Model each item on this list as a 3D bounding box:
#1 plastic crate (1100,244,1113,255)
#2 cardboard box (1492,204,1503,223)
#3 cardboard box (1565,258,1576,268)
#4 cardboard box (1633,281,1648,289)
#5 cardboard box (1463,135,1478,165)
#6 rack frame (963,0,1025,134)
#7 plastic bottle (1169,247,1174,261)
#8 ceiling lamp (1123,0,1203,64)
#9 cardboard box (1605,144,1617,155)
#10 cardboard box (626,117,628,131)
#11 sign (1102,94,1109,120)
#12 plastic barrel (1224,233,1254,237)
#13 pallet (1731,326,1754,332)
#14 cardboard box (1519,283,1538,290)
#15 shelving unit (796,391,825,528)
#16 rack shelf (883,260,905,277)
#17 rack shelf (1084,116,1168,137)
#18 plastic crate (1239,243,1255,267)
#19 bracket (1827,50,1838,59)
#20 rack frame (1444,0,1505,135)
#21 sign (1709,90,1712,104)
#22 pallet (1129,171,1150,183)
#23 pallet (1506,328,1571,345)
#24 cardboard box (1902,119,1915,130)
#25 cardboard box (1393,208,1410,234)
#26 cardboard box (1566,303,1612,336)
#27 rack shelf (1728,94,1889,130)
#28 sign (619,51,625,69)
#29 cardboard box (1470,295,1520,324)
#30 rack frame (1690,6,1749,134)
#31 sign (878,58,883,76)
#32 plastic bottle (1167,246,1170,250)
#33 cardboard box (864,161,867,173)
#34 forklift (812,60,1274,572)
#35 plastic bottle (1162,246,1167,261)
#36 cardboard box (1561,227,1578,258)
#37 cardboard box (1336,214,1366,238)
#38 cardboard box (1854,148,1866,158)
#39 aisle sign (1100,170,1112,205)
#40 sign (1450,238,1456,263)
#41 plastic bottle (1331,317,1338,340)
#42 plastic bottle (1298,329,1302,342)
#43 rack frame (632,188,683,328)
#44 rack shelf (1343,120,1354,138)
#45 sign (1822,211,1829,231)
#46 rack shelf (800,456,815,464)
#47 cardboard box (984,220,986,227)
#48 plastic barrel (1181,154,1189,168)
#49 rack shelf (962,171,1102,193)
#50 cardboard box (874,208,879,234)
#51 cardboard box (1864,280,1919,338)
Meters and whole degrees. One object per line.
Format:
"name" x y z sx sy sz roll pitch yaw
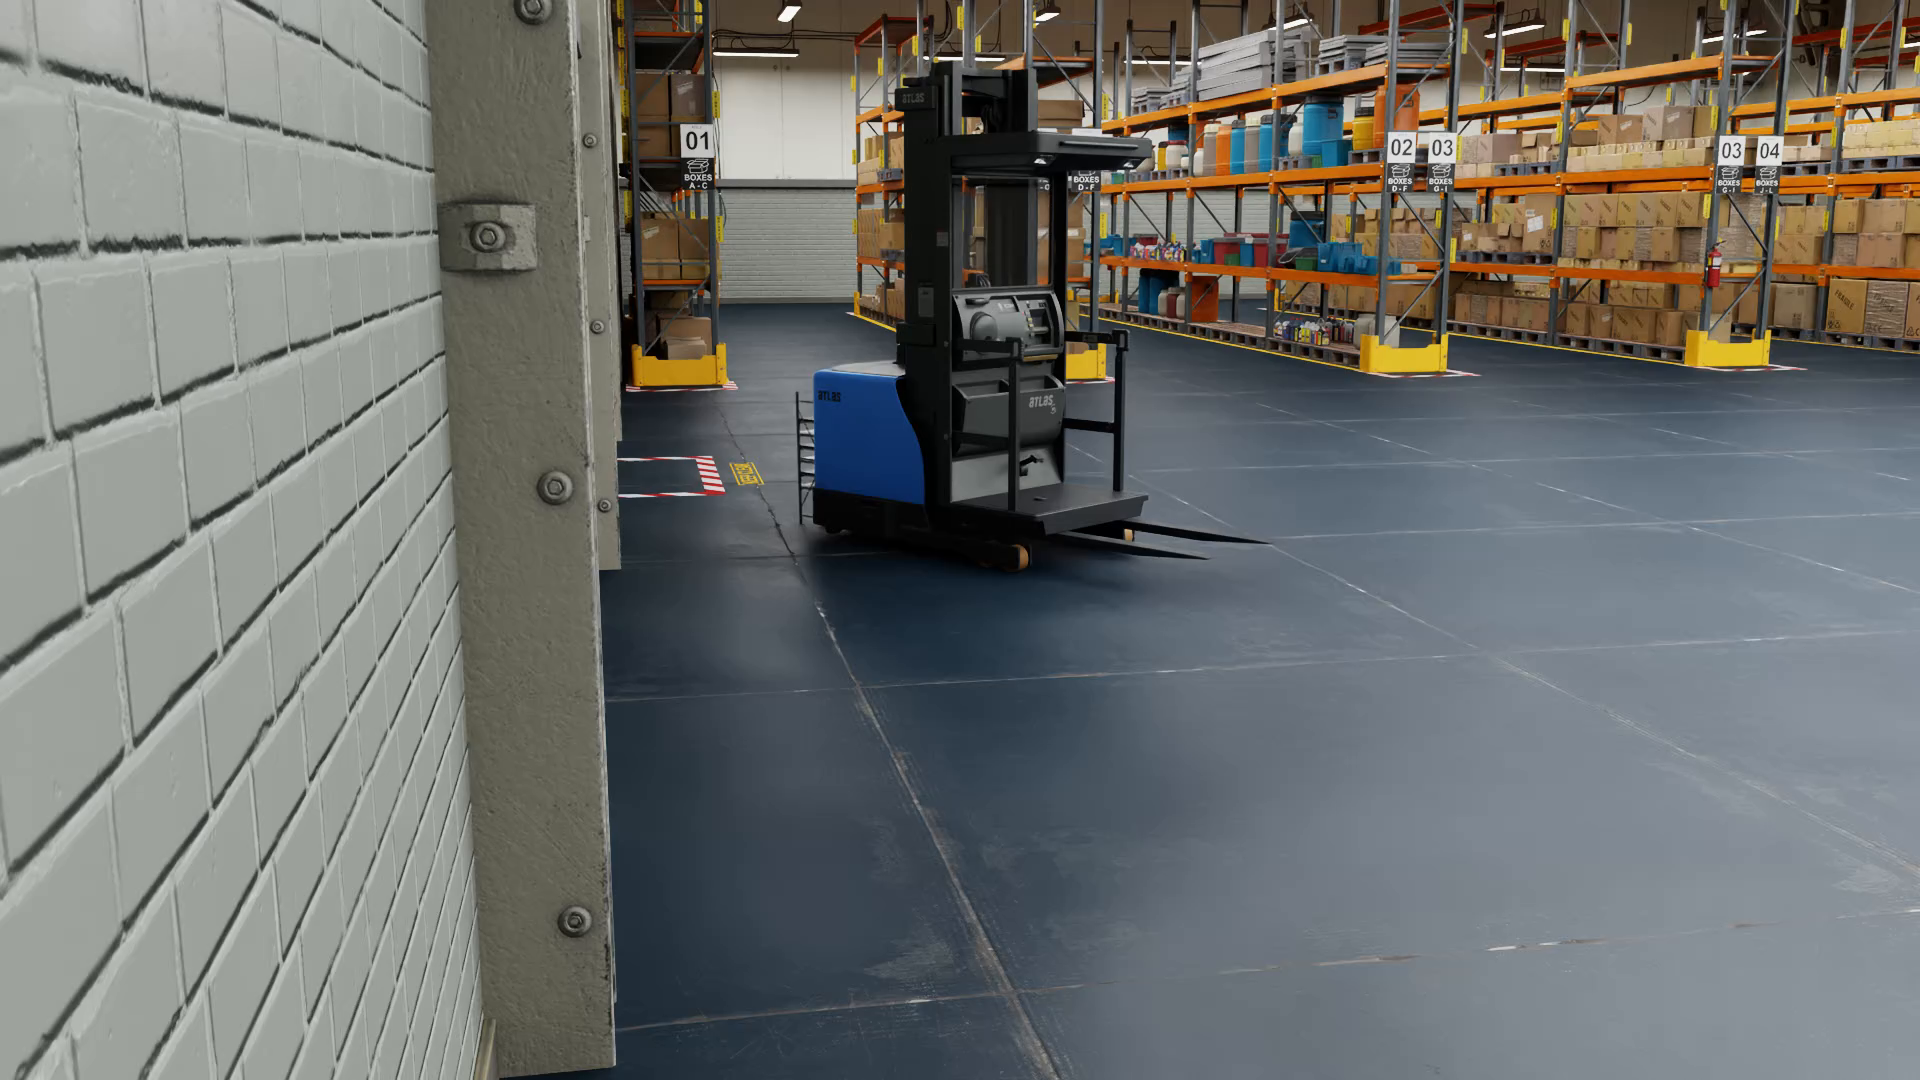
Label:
"plastic crate" 3.107 -6.325 36.194 0.416 0.233 0.300 -2 11 -11
"cardboard box" 12.742 -7.576 38.740 0.500 0.500 0.500 -2 11 -9
"cardboard box" 10.042 -4.491 26.941 0.380 0.149 0.250 -2 11 -11
"cardboard box" 13.868 -5.161 33.348 0.500 0.250 0.500 -2 11 -10
"cardboard box" 9.416 -7.024 29.952 0.500 0.500 0.500 -2 11 -11
"rack frame" 0.542 -7.299 24.975 1.000 3.000 0.127 -2 11 -11
"plastic bottle" 4.001 -5.396 31.366 0.097 0.271 0.097 0 11 0
"ceiling lamp" 5.016 -13.130 40.003 2.000 3.185 0.800 -2 11 -11
"cardboard box" 10.227 -6.044 25.739 0.380 0.149 0.250 -2 11 -12
"cardboard box" -4.501 -6.094 23.674 0.500 0.500 0.500 -2 11 -10
"sign" 1.865 -5.579 21.413 0.100 0.325 0.005 -2 11 -11
"plastic barrel" 5.011 -5.257 29.931 0.600 0.536 0.708 -2 11 -11
"pallet" 14.446 -4.089 31.617 1.003 0.211 1.213 -2 11 -11
"cardboard box" 12.997 -5.780 37.952 0.380 0.149 0.250 -2 11 -11
"shelving unit" -0.931 -0.549 11.167 0.258 0.900 0.210 10 15 42
"rack shelf" -0.625 -5.098 31.385 1.077 0.370 4.000 -2 11 -11
"rack shelf" 3.456 -8.762 35.659 1.077 0.370 4.000 -2 11 -11
"plastic crate" 4.882 -4.714 27.484 0.392 0.384 0.575 -2 11 -11
"bracket" 22.607 -12.607 43.239 0.235 0.232 0.430 -2 11 -11
"rack frame" 9.482 -8.392 30.719 1.000 3.000 0.127 -2 11 -11
"sign" 18.182 -10.734 40.316 0.100 0.325 0.005 -2 11 -11
"pallet" 4.094 -7.239 33.188 1.213 0.211 1.003 -2 11 -11
"pallet" 10.107 -3.484 28.436 1.003 0.211 1.213 -2 11 -11
"cardboard box" 15.131 -6.558 26.254 0.380 0.149 0.250 -2 11 -11
"cardboard box" 9.094 -6.364 33.158 0.797 0.503 0.637 -2 11 -9
"cardboard box" 10.298 -3.615 27.227 0.500 0.500 0.500 -2 11 -13
"rack shelf" 14.756 -7.637 29.747 1.077 0.370 4.000 -2 11 -11
"sign" -6.422 -9.106 31.550 0.100 0.325 0.005 -2 11 -11
"cardboard box" 9.752 -4.209 30.299 0.700 0.500 0.500 -3 11 -16
"rack frame" 14.367 -8.554 31.569 1.000 3.000 0.127 -2 11 -11
"sign" -1.550 -9.247 32.503 0.100 0.325 0.005 -2 11 -11
"plastic bottle" 4.009 -5.515 31.960 0.061 0.283 0.133 -2 11 -11
"cardboard box" -1.754 -7.911 35.278 0.500 0.250 0.500 -2 11 -11
"forklift" 0.455 -1.360 10.003 3.031 2.935 1.130 10 15 42
"plastic bottle" 3.904 -5.475 31.754 0.061 0.283 0.133 -2 11 -11
"cardboard box" 10.287 -4.821 26.943 0.875 0.500 0.500 -2 11 -11
"cardboard box" 8.352 -6.694 35.442 0.500 0.500 0.500 -2 11 -9
"cardboard box" 14.934 -6.352 27.305 0.380 0.149 0.250 -2 11 -11
"aisle sign" 3.341 -8.033 37.925 0.394 0.787 0.004 -2 11 -11
"sign" 6.720 -3.952 22.700 0.100 0.325 0.005 -2 11 -11
"plastic bottle" 5.847 -3.303 25.935 0.144 0.351 0.185 -3 11 -14
"plastic bottle" 5.220 -3.122 25.383 0.097 0.201 0.097 0 11 0
"rack frame" -5.872 -5.638 32.295 1.000 3.000 0.127 -2 11 -11
"rack shelf" 8.315 -8.942 36.605 1.077 0.370 4.000 -2 11 -11
"sign" 14.614 -5.381 28.062 0.100 0.325 0.005 -2 11 -11
"rack shelf" -0.931 -0.517 11.174 0.258 0.077 0.200 10 15 42
"cardboard box" 0.734 -4.864 24.493 0.700 0.500 0.500 -2 11 -11
"plastic barrel" 4.271 -7.068 31.032 0.301 0.262 0.301 0 11 0
"rack shelf" 0.931 -5.105 23.396 1.077 0.370 4.000 -2 11 -11
"cardboard box" -1.469 -6.536 34.073 0.500 0.500 0.500 -2 11 -12
"cardboard box" 15.377 -3.752 26.948 0.875 0.875 0.875 -2 11 -11
